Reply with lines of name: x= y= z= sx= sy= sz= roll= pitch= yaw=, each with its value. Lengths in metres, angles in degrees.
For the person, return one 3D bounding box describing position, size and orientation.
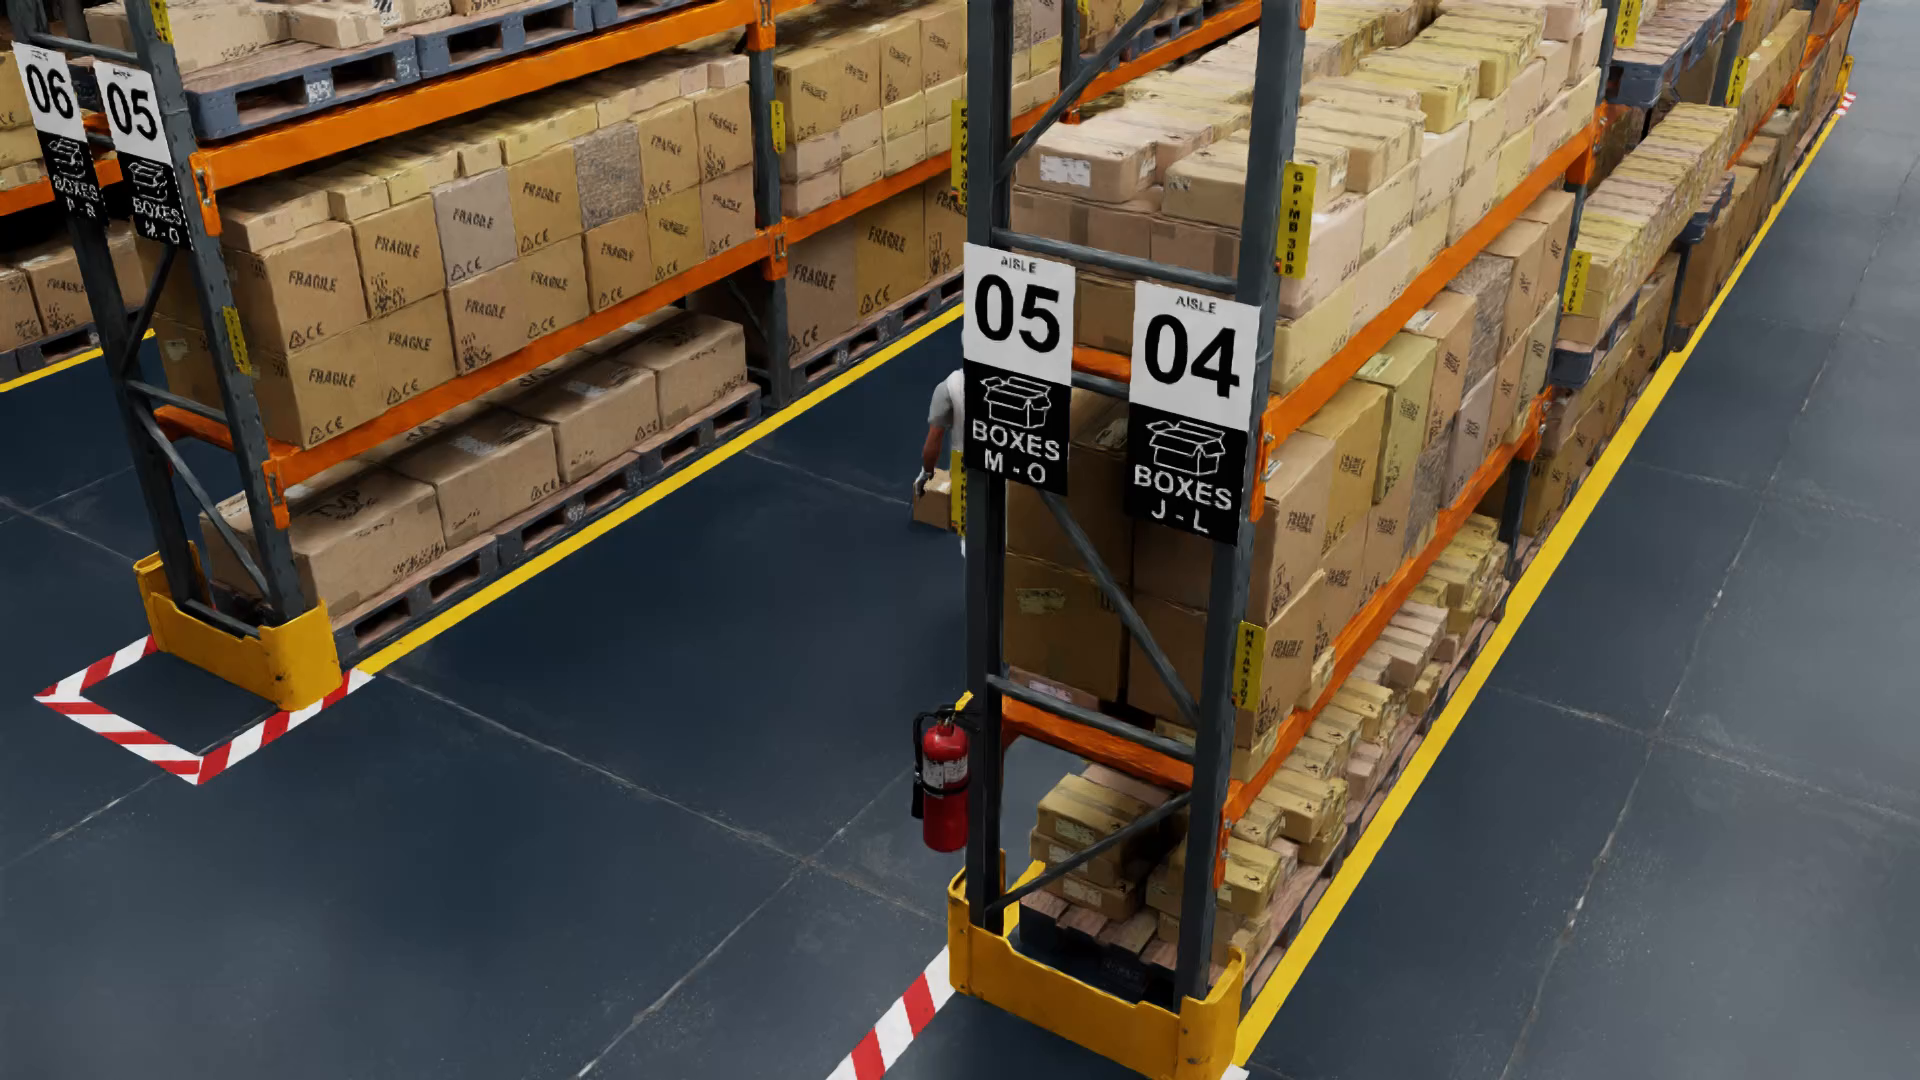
person: x=0.105 y=-0.327 z=8.775 sx=0.686 sy=1.788 sz=0.691 roll=1 pitch=30 yaw=2
